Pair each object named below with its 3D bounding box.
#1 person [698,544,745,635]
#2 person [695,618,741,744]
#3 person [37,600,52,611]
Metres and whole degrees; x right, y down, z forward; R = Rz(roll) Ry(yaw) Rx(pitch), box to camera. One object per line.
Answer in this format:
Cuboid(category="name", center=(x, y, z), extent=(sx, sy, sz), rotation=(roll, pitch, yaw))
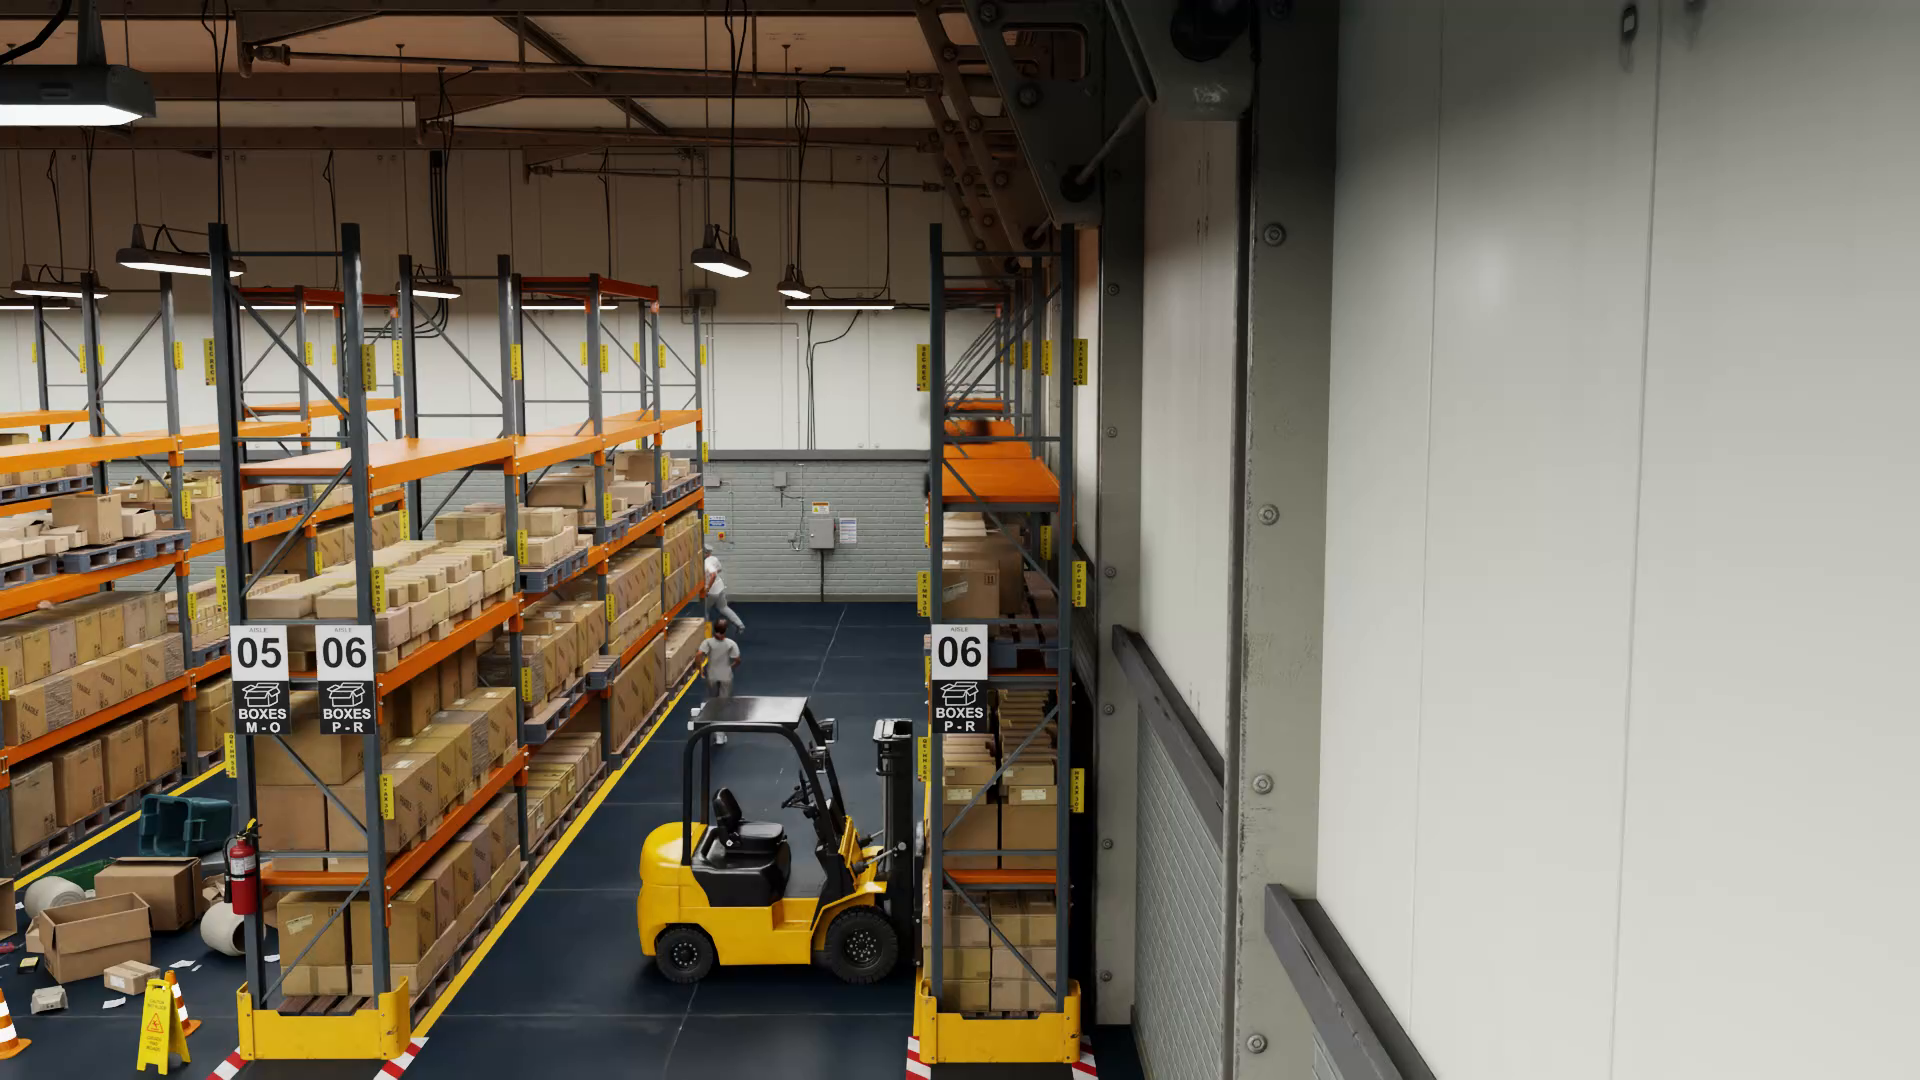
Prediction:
Cuboid(category="person", center=(-4.349, 0.904, 29.218), extent=(1.012, 1.714, 0.761), rotation=(2, 7, 18))
Cuboid(category="person", center=(-3.144, 1.818, 21.730), extent=(0.575, 1.627, 0.599), rotation=(0, 7, 1))
Cuboid(category="person", center=(-12.330, 1.679, 22.458), extent=(0.691, 1.762, 0.799), rotation=(-1, 7, -7))
